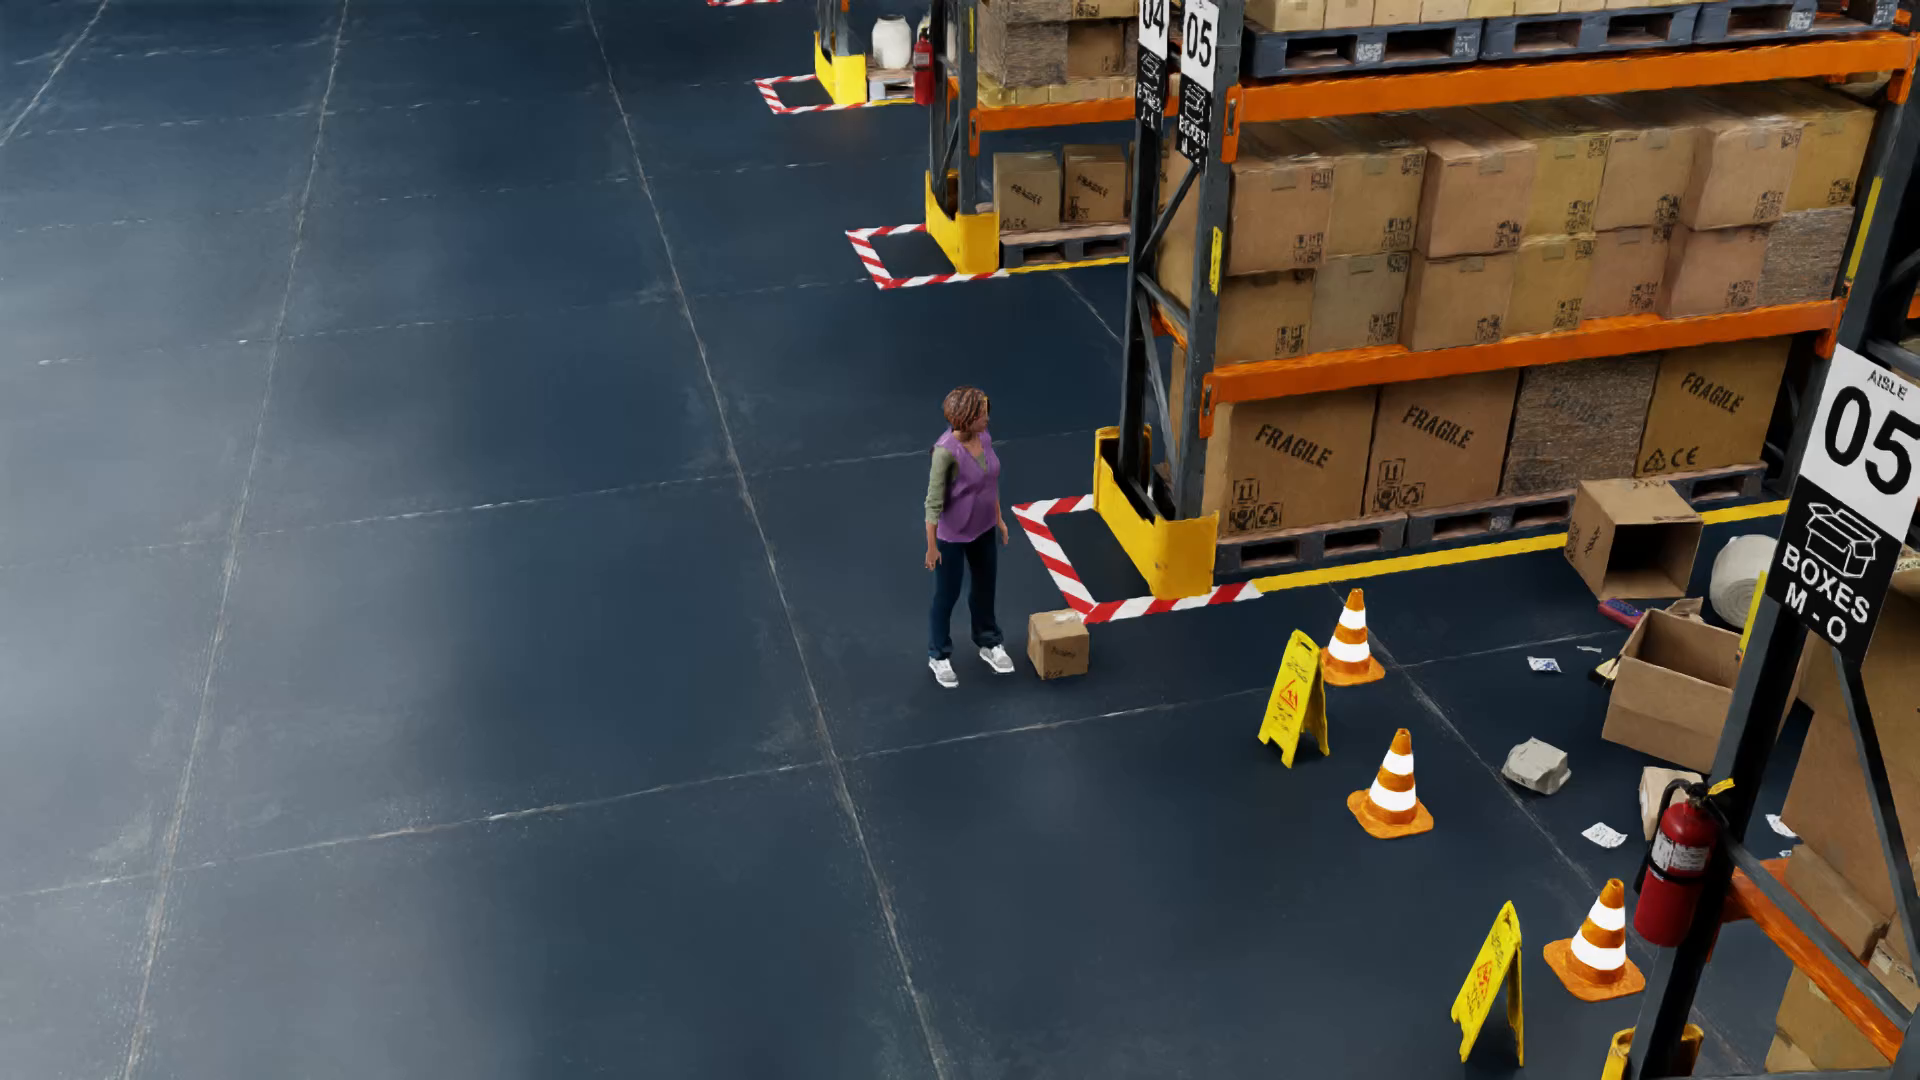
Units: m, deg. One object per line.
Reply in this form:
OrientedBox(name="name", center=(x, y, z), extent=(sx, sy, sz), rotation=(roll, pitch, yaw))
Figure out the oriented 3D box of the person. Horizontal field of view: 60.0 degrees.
OrientedBox(name="person", center=(0.045, -0.012, 8.217), extent=(0.454, 1.602, 0.461), rotation=(24, 38, 34))
